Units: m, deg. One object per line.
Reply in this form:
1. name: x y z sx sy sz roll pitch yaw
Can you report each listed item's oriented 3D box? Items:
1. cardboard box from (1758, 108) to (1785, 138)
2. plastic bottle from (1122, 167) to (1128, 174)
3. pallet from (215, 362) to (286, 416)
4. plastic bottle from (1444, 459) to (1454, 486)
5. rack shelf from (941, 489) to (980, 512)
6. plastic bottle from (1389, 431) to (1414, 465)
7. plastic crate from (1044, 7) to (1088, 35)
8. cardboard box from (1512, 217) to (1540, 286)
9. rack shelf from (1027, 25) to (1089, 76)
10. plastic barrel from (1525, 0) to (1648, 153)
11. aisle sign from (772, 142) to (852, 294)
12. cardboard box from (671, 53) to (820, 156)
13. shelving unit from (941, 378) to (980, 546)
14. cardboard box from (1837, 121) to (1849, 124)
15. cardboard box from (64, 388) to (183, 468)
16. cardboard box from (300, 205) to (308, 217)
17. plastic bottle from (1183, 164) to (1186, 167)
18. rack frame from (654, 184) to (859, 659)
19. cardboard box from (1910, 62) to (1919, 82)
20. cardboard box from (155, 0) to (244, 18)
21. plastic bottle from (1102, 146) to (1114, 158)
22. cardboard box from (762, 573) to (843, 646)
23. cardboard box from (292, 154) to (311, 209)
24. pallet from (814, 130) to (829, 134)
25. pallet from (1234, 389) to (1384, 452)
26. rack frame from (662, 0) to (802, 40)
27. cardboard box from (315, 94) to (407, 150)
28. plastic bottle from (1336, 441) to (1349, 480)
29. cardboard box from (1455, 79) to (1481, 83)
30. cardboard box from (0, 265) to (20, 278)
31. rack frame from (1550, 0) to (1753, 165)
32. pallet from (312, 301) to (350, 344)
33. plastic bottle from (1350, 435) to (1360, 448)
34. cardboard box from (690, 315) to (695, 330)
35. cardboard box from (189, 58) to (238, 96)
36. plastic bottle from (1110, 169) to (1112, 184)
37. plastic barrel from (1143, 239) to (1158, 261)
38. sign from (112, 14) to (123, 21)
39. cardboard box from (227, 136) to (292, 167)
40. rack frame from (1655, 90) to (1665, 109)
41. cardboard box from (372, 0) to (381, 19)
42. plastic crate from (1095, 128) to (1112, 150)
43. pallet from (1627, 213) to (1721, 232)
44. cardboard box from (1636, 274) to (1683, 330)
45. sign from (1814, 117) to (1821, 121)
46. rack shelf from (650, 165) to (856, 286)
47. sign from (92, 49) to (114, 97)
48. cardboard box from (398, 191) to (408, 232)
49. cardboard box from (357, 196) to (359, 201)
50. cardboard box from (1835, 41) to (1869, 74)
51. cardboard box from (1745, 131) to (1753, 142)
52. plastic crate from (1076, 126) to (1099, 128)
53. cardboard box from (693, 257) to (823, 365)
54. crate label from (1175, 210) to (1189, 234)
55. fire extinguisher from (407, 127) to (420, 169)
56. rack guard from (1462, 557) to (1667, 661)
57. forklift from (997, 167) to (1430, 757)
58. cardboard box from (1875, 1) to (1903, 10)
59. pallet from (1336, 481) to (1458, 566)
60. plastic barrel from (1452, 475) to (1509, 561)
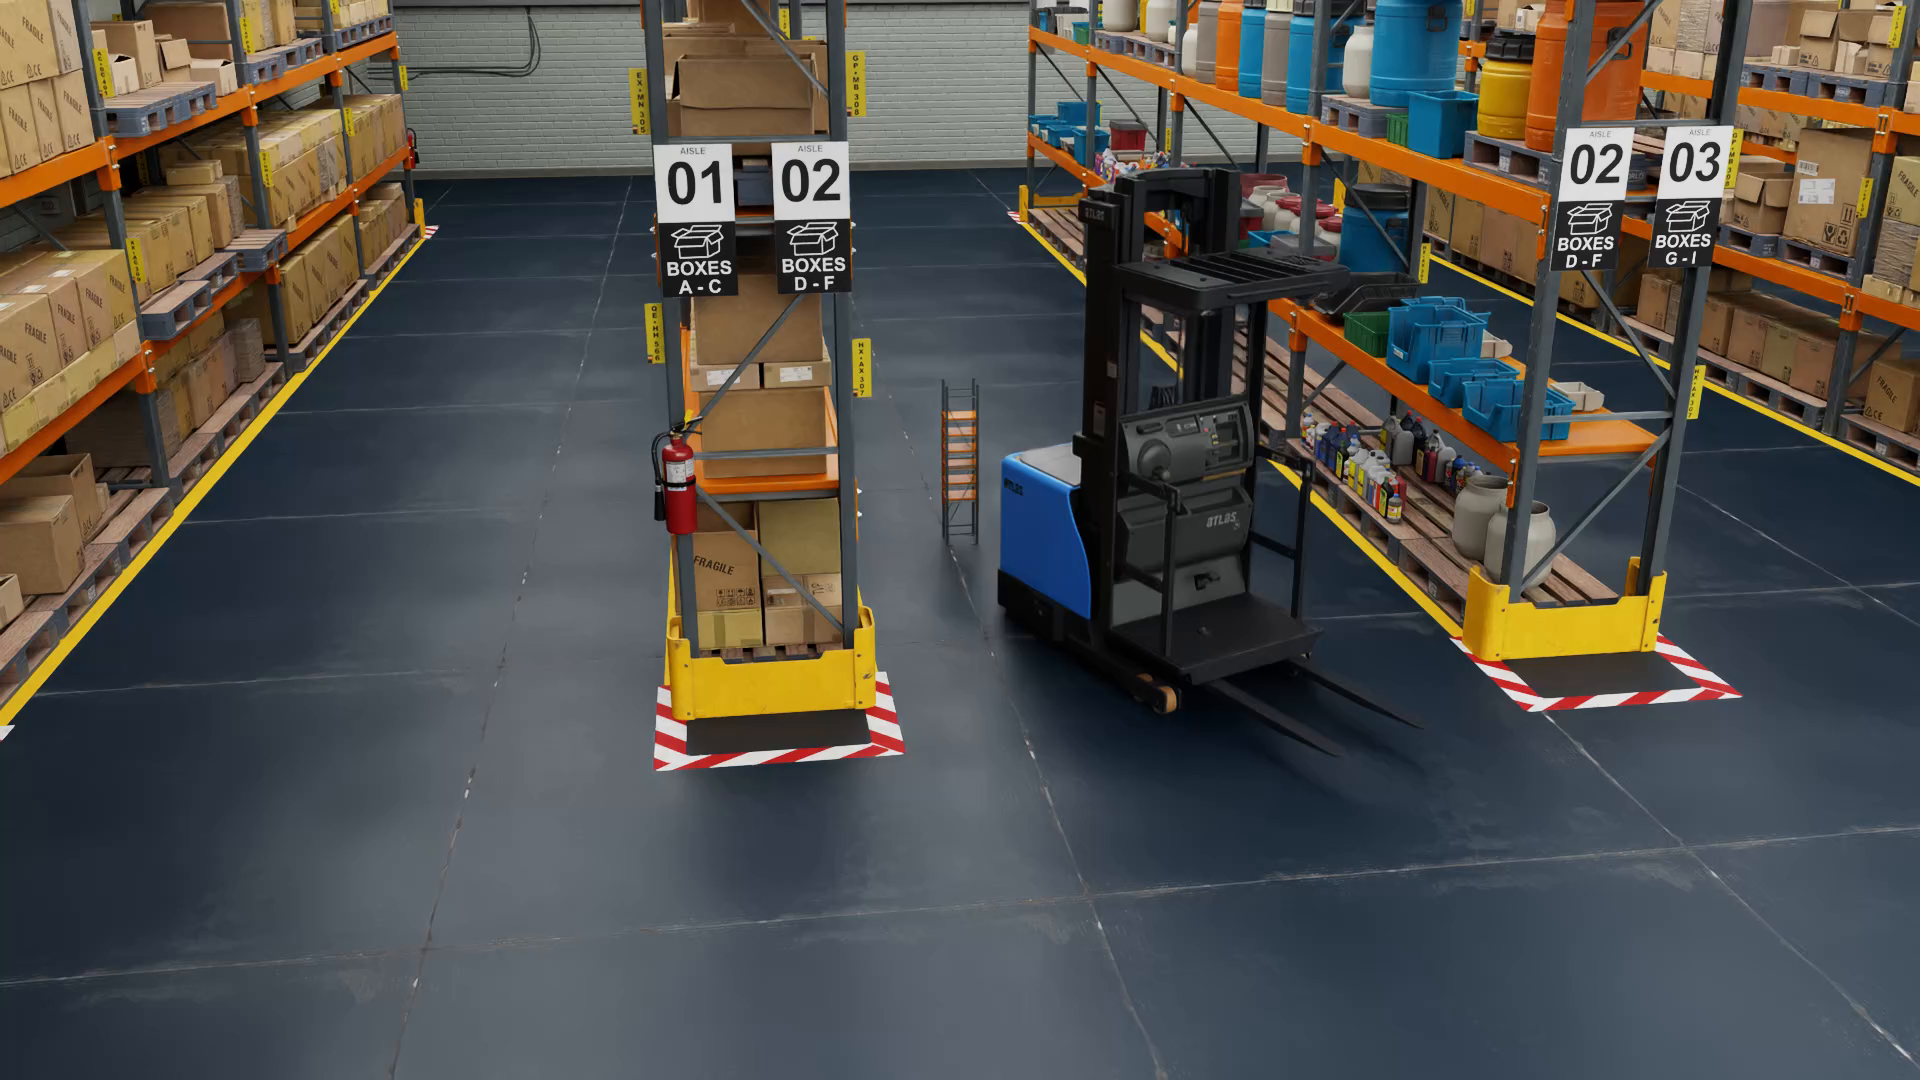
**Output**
1. cardboard box: 11.486 -5.861 23.052 0.500 0.500 0.500 -3 21 -9
2. plastic bottle: 1.932 -4.194 19.342 0.097 0.271 0.097 0 20 0
3. pallet: -7.030 -1.415 15.702 1.003 0.211 1.213 -3 21 -8
4. plastic bottle: 3.755 -0.519 12.689 0.097 0.201 0.097 0 20 0
5. rack shelf: 0.002 -0.291 12.092 0.258 0.103 0.180 -3 21 -8
6. plastic bottle: 3.501 -0.746 13.189 0.152 0.276 0.135 -3 21 -8
7. plastic crate: 1.457 -7.094 22.726 0.504 0.338 0.767 -3 21 -8
8. cardboard box: 7.364 -3.492 19.714 1.225 0.875 0.875 -3 21 -8
9. rack shelf: 1.797 -6.637 22.440 1.077 0.370 4.000 -3 21 -8
10. plastic barrel: 3.620 -2.686 9.621 0.600 0.830 0.708 -3 21 -8
11. aisle sign: -0.774 -1.683 8.721 0.394 0.787 0.004 -3 21 -8
12. cardboard box: -1.166 -2.388 9.088 0.797 0.503 0.637 -1 21 -4
13. shelving unit: 0.002 -0.557 11.993 0.258 1.200 0.189 -3 21 -8
14. cardboard box: 11.557 -5.443 21.411 0.380 0.149 0.250 -2 21 -6
15. cardboard box: -6.687 -0.896 13.271 0.700 0.500 0.500 -2 21 -6
16. cardboard box: -7.192 -3.540 17.736 0.380 0.149 0.250 -3 21 -7
17. plastic bottle: 2.569 -4.116 19.019 0.144 0.351 0.185 -3 21 -8
18. rack frame: -1.087 -0.473 9.195 1.000 3.000 0.127 -3 21 -8
19. cardboard box: 7.882 -3.750 13.326 0.380 0.149 0.250 -4 21 -9
20. cardboard box: -7.397 -4.996 16.246 0.700 0.500 0.500 -4 21 -11
21. plastic bottle: 1.821 -4.701 20.586 0.144 0.351 0.185 -3 21 -8
22. cardboard box: -0.944 0.422 10.130 0.500 0.250 0.500 -3 21 -8
23. cardboard box: -7.095 -3.722 17.298 0.500 0.500 0.500 -3 21 -8
24. pallet: -1.342 -2.506 10.478 1.003 0.211 1.213 -3 21 -8
25. pallet: 3.087 -1.070 14.779 1.003 0.211 1.213 -3 21 -8
26. rack frame: -1.663 -4.668 11.854 1.000 3.000 0.127 -3 21 -8
27. cardboard box: -8.211 -5.726 22.831 0.980 0.700 0.700 -2 21 -5
28. plastic bottle: 2.954 -0.615 12.829 0.061 0.283 0.133 -2 21 -5
29. cardboard box: 7.028 -6.076 22.915 0.500 0.500 0.500 -4 21 -9
30. cardboard box: -6.633 -1.545 11.179 0.500 0.500 0.500 -3 21 -8
31. rack frame: 3.815 -3.532 8.811 1.000 3.000 0.127 -3 21 -8
32. pallet: -7.353 -2.384 18.296 1.003 0.211 1.213 -3 21 -8
33. plastic bottle: 3.085 -0.690 13.047 0.097 0.271 0.097 0 20 0
34. cardboard box: -1.479 -1.304 10.349 0.380 0.149 0.250 -2 21 -6
35. cardboard box: -6.770 -4.129 14.795 0.500 0.311 0.500 -3 21 -8
36. plastic bottle: 1.846 -4.368 19.908 0.097 0.201 0.097 0 20 0
37. plastic barrel: 2.242 -3.273 19.648 0.421 0.512 0.421 0 20 0
38. sign: -7.692 -4.651 15.243 0.100 0.325 0.005 -3 21 -8
39. cardboard box: -7.030 -3.895 16.689 0.500 0.250 0.500 -3 21 -9
40. rack frame: 11.333 -6.726 25.938 1.000 3.000 0.127 -3 21 -8
41. cardboard box: -7.850 -6.920 21.640 0.500 0.250 0.500 -4 21 -10
42. plastic crate: 2.048 -5.387 22.436 0.437 0.282 0.530 -3 21 -8
43. pallet: 7.771 -3.410 17.333 1.213 0.211 1.003 -3 21 -8
44. cardboard box: 7.680 -2.545 17.688 0.700 0.500 0.500 -4 21 -11
45. sign: 11.374 -5.717 21.998 0.100 0.325 0.005 -3 21 -8
46. rack shelf: -1.375 -2.234 10.650 1.077 0.370 4.000 -3 21 -8
47. sign: -6.029 -3.284 11.696 0.100 0.325 0.005 -3 21 -8
48. cardboard box: -8.095 -4.550 23.084 0.700 0.500 0.500 -3 21 -8
49. cardboard box: -8.126 -4.448 21.884 0.380 0.149 0.250 -3 21 -7
50. cardboard box: 7.905 -4.216 14.521 0.396 0.266 0.258 -2 21 -6
51. cardboard box: 11.447 -5.764 23.720 0.380 0.149 0.250 -3 21 -9
52. plastic crate: 1.806 -5.893 23.997 0.396 0.136 0.243 -3 21 -8
53. cardboard box: -1.149 -1.308 9.434 0.700 0.500 0.500 -3 21 -8
54. crate label: 2.352 -3.248 16.865 0.303 0.233 0.416 -3 21 -8
55. fire extinguisher: -7.860 -5.626 23.636 0.296 0.674 0.183 -3 21 -8
56. rack guard: 3.758 0.426 10.362 1.175 0.500 0.348 -3 21 -8
57. forklift: 1.447 -0.558 9.521 1.130 2.935 3.031 -12 24 -29
58. cardboard box: 11.829 -6.586 20.803 0.500 0.311 0.500 -3 21 -9
59. pallet: 3.473 -0.142 12.295 1.003 0.211 1.213 -3 21 -8
60. plastic barrel: 3.573 -0.150 11.287 0.421 0.512 0.421 0 20 0
